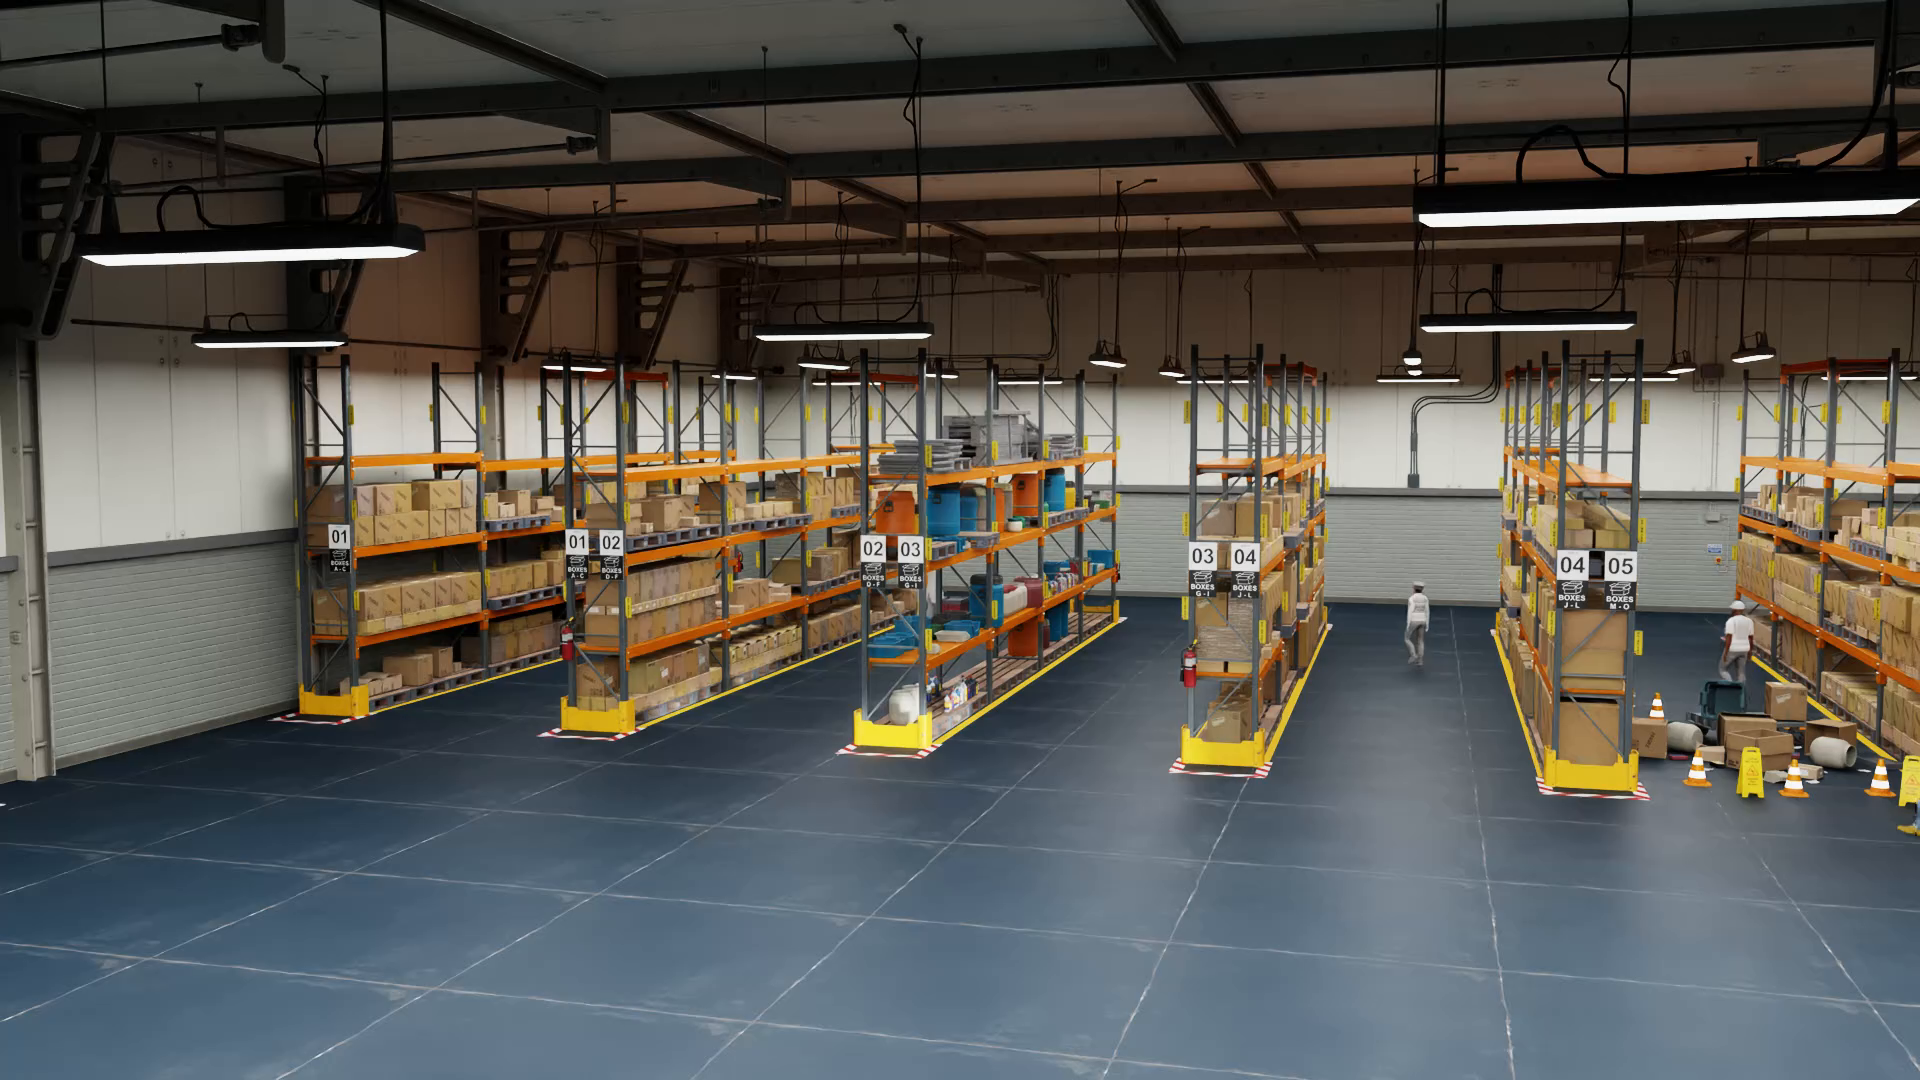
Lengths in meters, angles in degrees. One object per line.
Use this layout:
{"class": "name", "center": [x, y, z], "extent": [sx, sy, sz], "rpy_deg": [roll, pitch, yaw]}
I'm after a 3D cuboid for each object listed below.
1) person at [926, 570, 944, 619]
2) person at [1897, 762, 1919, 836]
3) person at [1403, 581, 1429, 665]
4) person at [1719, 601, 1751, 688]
{"class": "person", "center": [-0.567, 1.232, 38.555], "extent": [0.638, 1.811, 0.651], "rpy_deg": [-2, 5, -21]}
{"class": "person", "center": [11.657, 2.661, 19.723], "extent": [0.929, 1.723, 0.611], "rpy_deg": [2, 5, 22]}
{"class": "person", "center": [9.153, 1.667, 33.283], "extent": [0.539, 1.684, 0.397], "rpy_deg": [-2, 5, -24]}
{"class": "person", "center": [13.567, 1.968, 29.029], "extent": [0.600, 1.812, 0.413], "rpy_deg": [-1, 4, -16]}
